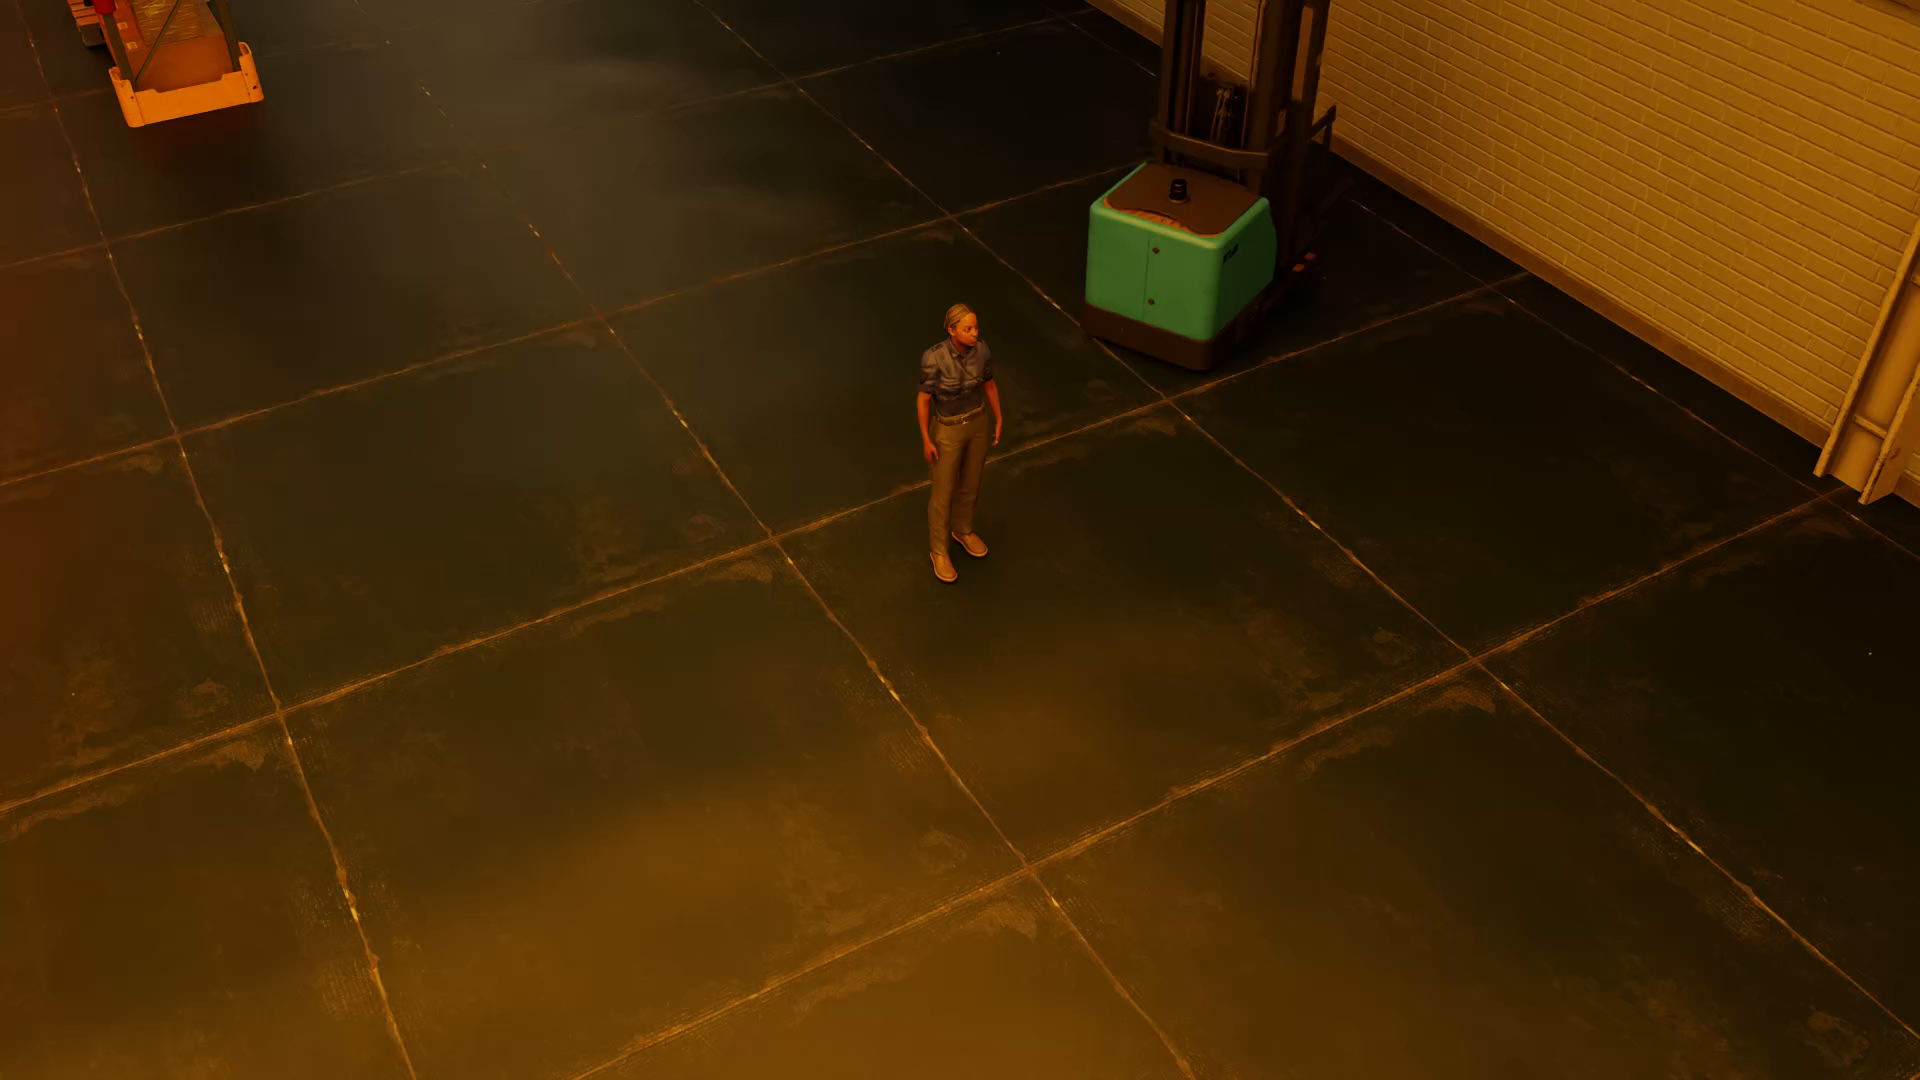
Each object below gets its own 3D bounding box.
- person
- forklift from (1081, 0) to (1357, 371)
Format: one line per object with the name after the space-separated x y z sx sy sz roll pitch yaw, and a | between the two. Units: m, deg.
0.027 -0.587 9.733 0.570 1.656 0.503 -20 44 -23 | person
2.114 -3.221 11.919 1.130 2.935 3.031 23 45 25 | forklift
